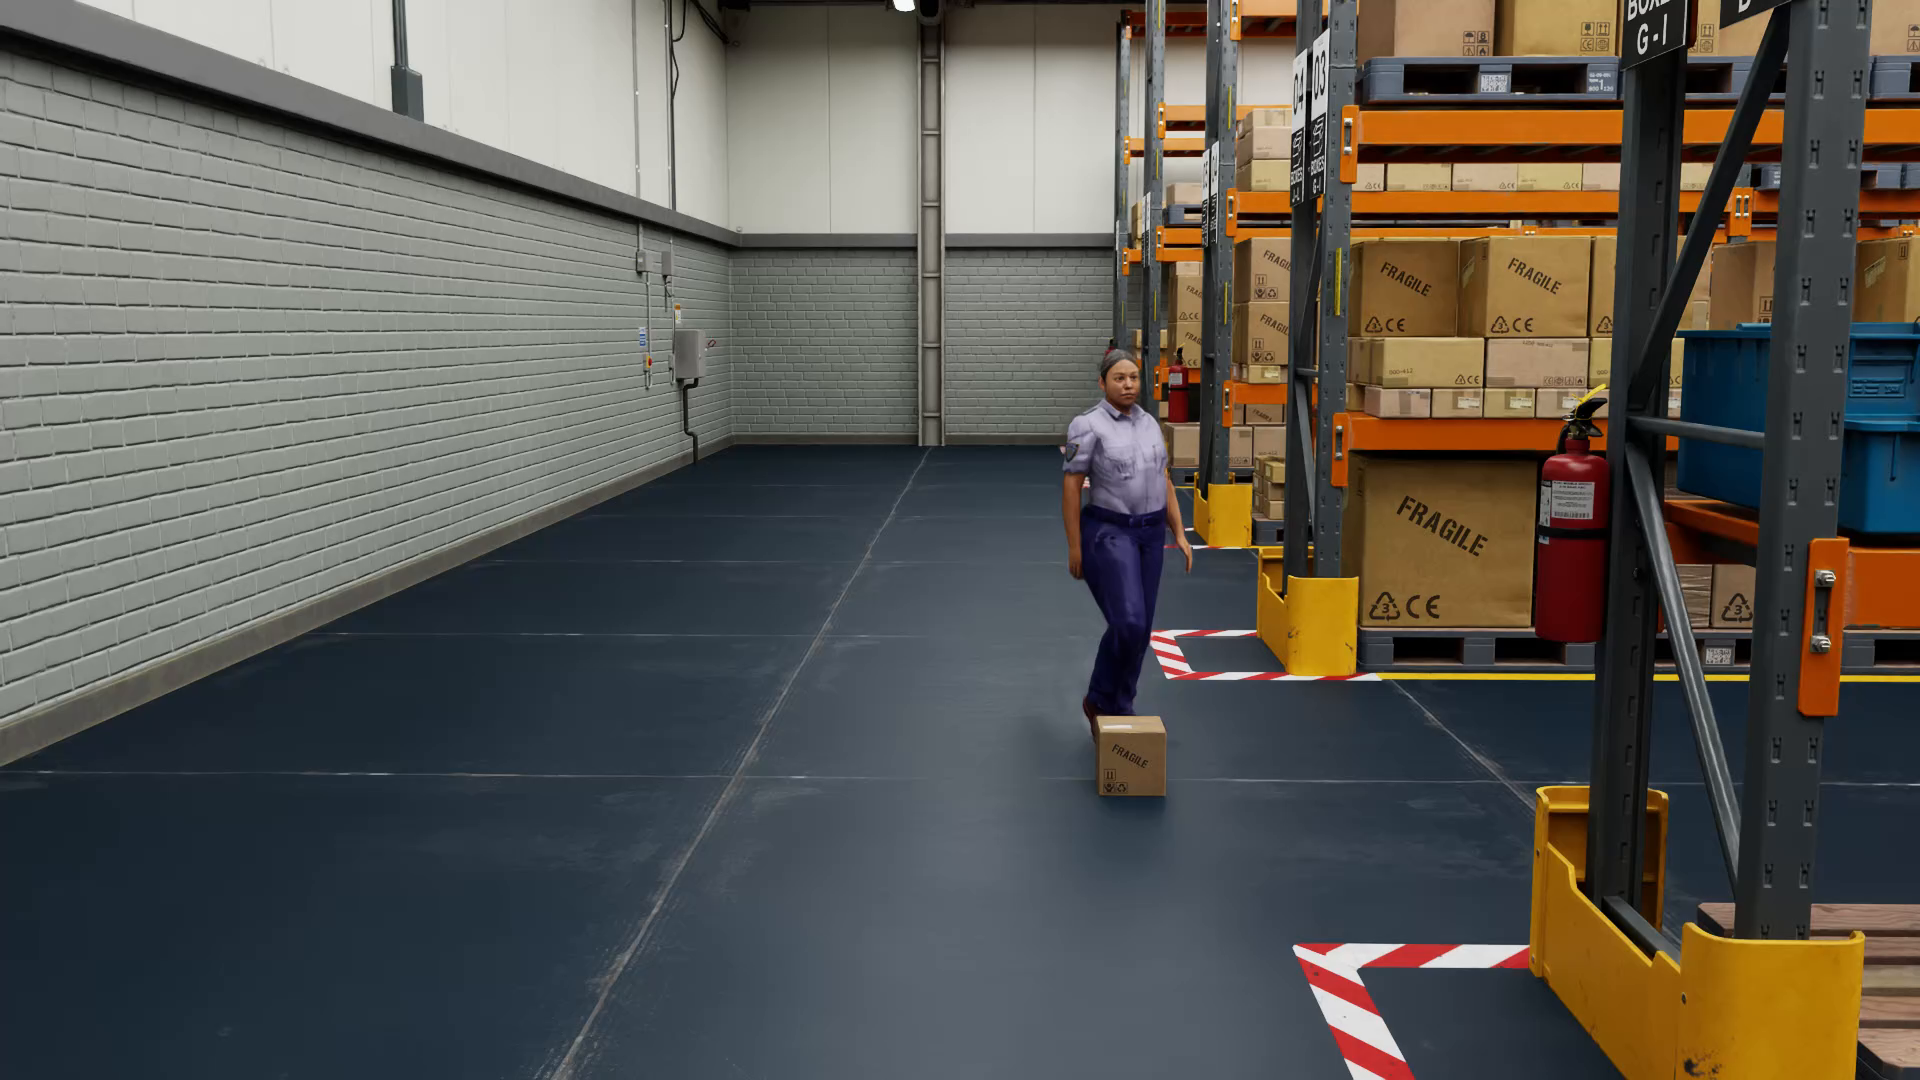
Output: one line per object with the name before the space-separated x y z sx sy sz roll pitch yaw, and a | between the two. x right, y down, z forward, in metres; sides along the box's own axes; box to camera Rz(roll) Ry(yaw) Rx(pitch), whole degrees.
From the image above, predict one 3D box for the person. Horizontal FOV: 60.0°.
person | 0.716 0.044 6.956 0.492 1.671 0.450 -6 10 -39
